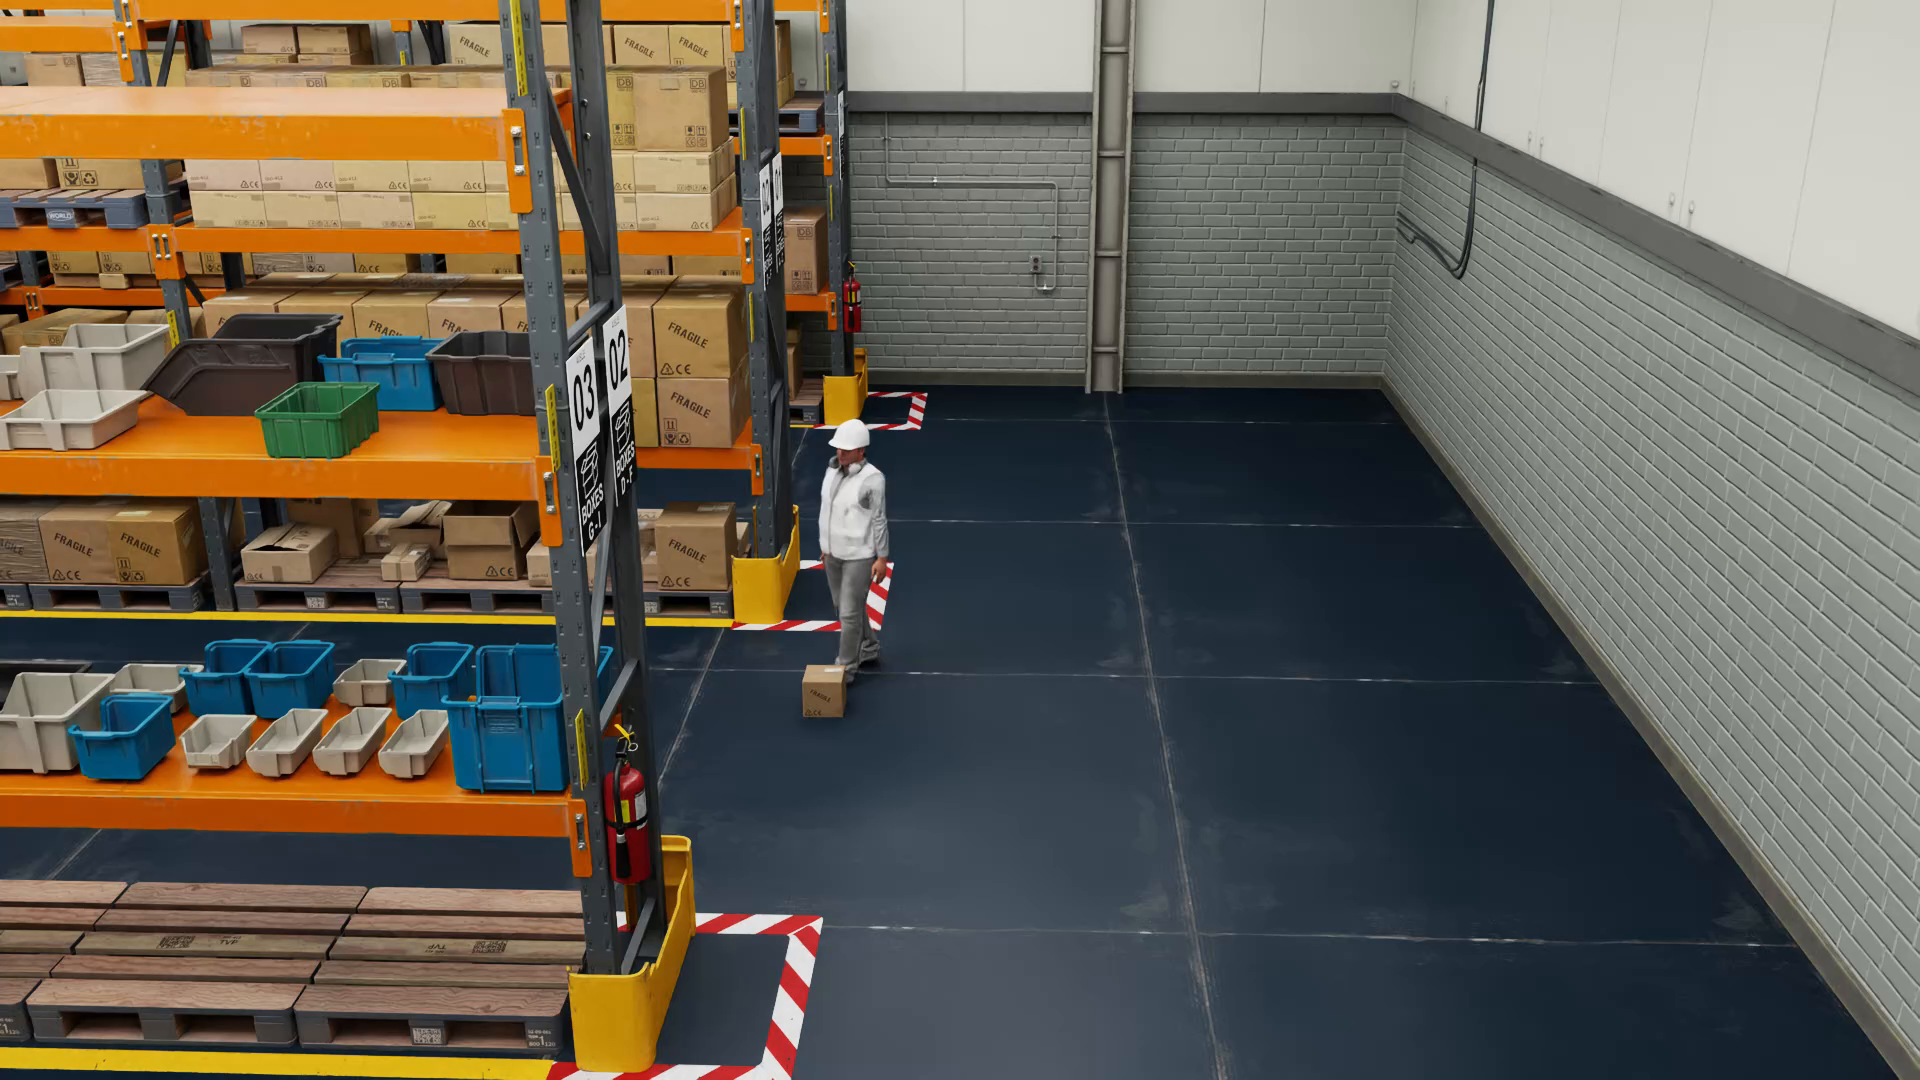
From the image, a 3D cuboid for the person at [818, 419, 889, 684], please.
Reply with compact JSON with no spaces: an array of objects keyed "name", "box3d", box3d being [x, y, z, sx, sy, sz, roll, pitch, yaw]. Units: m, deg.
[{"name":"person","box3d":[-0.733,0.084,10.807,0.620,1.776,0.564,-19,28,-41]}]
